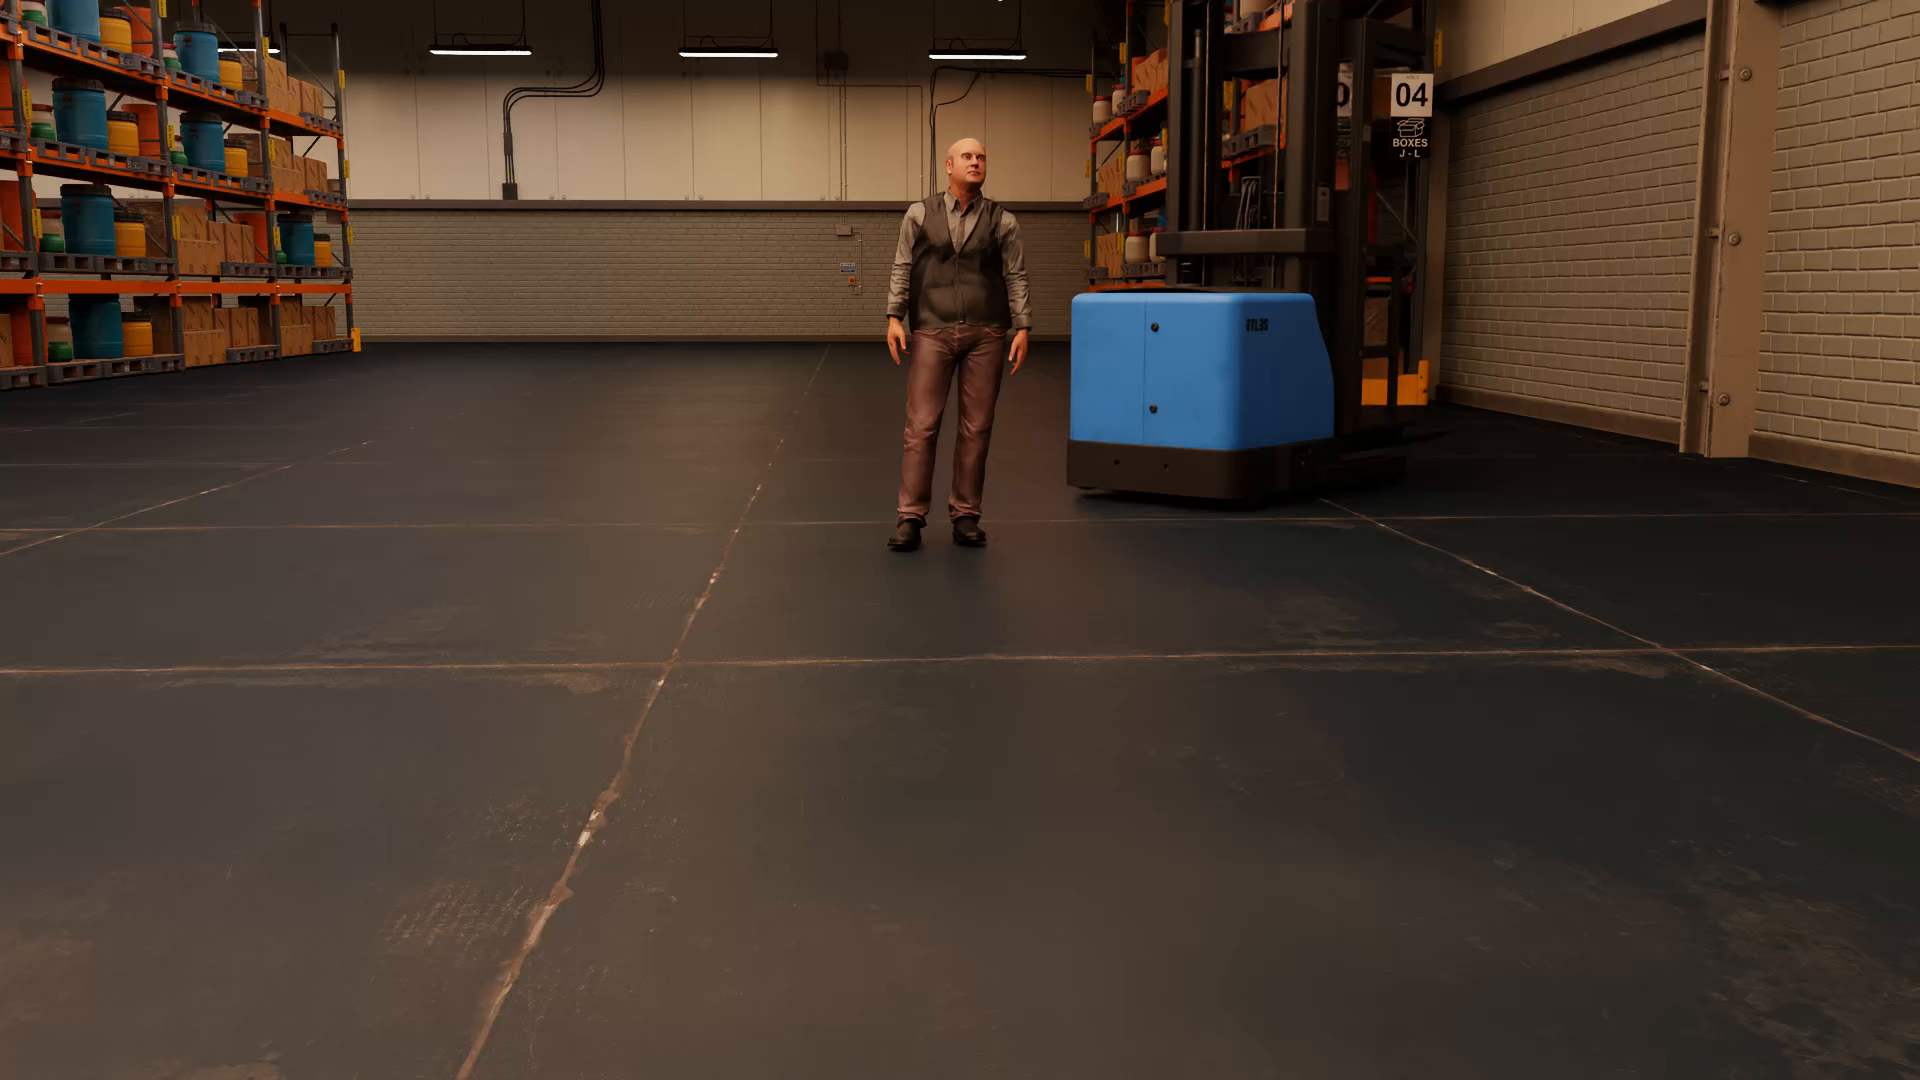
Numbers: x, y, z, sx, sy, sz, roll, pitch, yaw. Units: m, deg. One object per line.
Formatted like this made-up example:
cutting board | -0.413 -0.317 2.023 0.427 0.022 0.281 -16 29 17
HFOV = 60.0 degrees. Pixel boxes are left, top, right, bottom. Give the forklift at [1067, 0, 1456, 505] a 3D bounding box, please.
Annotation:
forklift | 1.900 -1.791 9.390 1.130 2.935 3.031 7 11 40

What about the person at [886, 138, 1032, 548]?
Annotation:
person | -0.004 -0.850 7.120 0.633 1.721 0.568 -1 8 -4
